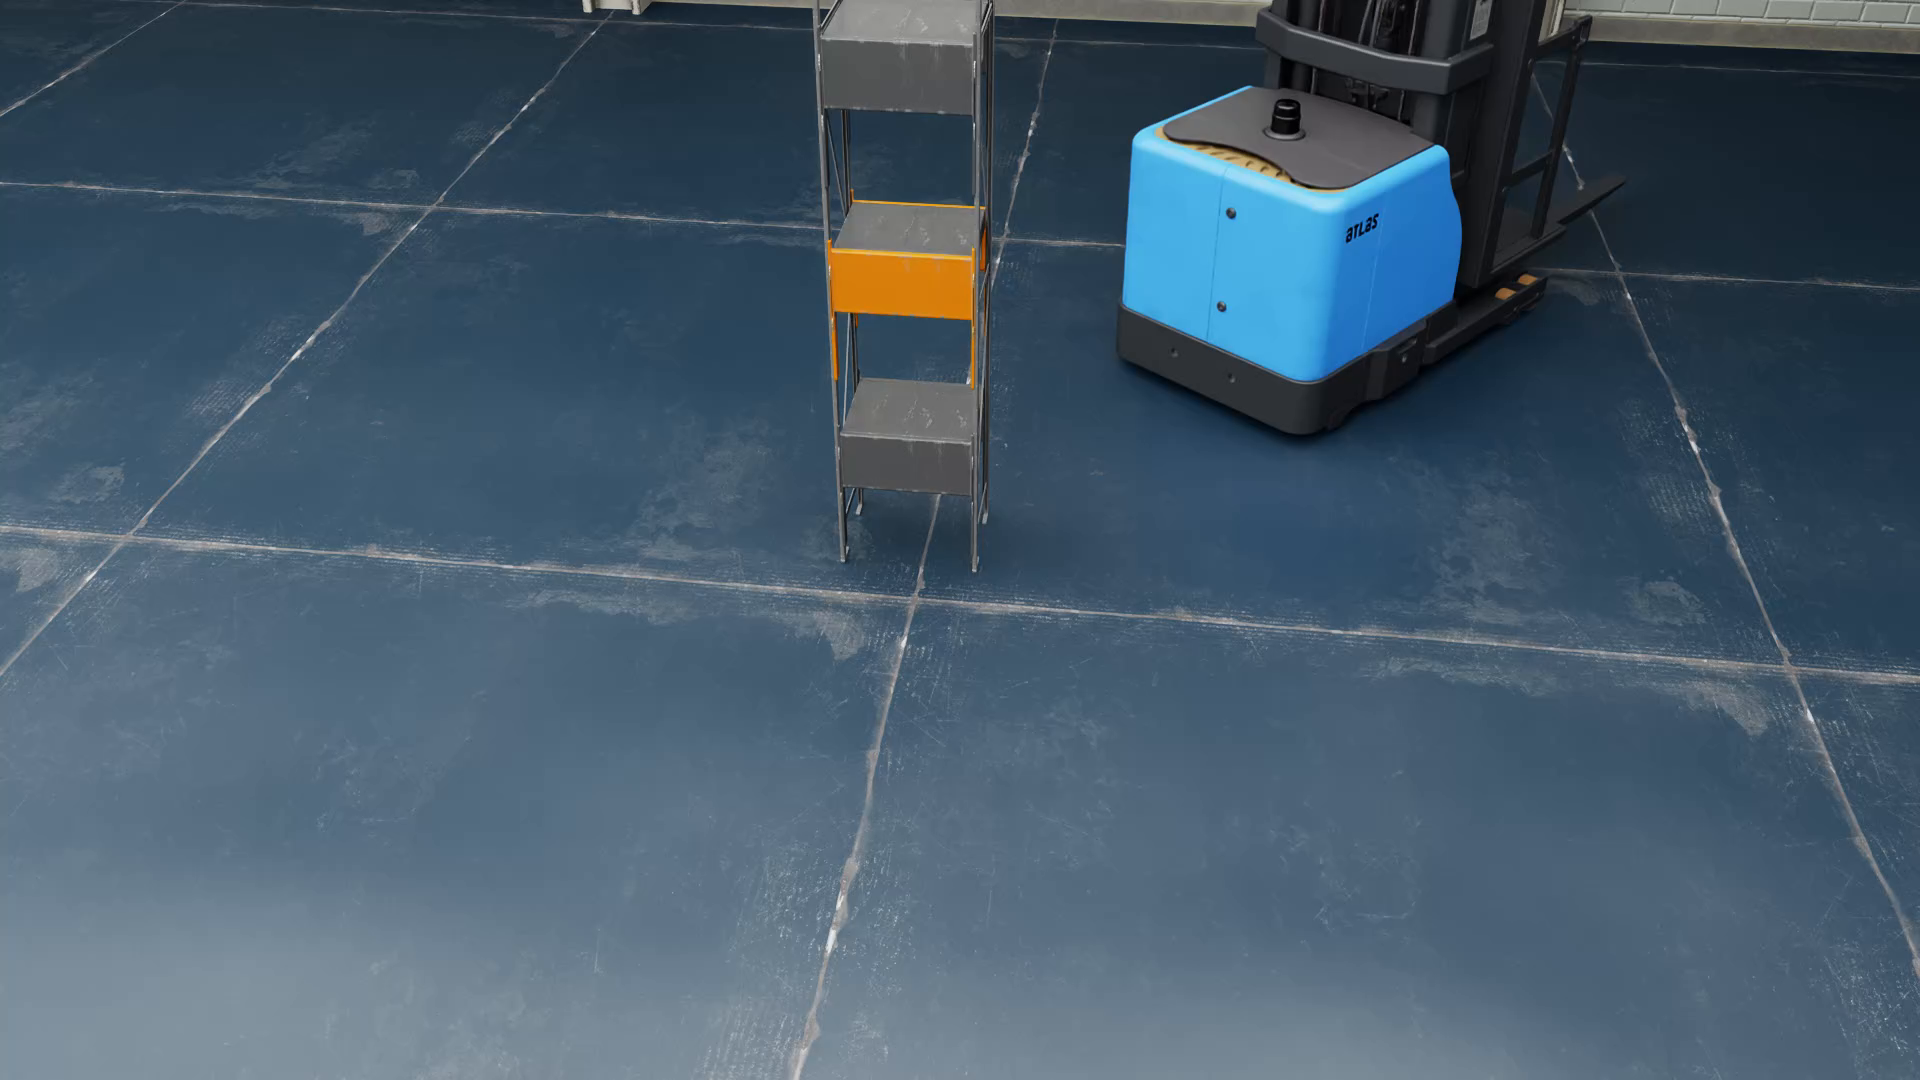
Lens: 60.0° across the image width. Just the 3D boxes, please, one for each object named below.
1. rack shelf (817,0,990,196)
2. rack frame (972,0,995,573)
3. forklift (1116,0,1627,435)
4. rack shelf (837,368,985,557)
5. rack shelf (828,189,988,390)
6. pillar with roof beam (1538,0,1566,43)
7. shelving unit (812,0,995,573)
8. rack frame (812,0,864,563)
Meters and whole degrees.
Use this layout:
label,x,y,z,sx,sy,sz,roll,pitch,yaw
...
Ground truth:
label,x,y,z,sx,sy,sz,roll,pitch,yaw
rack shelf,-0.164,-1.426,5.258,0.480,0.518,0.431,4,36,6
rack frame,0.078,-0.849,5.632,0.015,2.100,0.400,4,36,6
forklift,2.082,-2.371,7.048,3.031,2.935,1.130,-30,45,-35
rack shelf,-0.164,-0.286,6.072,0.480,0.518,0.431,4,36,6
rack shelf,-0.164,-0.856,5.665,0.480,0.518,0.431,4,36,6
pillar with roof beam,3.069,-4.389,4.653,0.400,9.000,9.100,4,36,6
shelving unit,-0.164,-0.867,5.657,0.503,2.100,0.431,4,36,6
rack frame,-0.406,-0.885,5.683,0.015,2.100,0.400,4,36,6
